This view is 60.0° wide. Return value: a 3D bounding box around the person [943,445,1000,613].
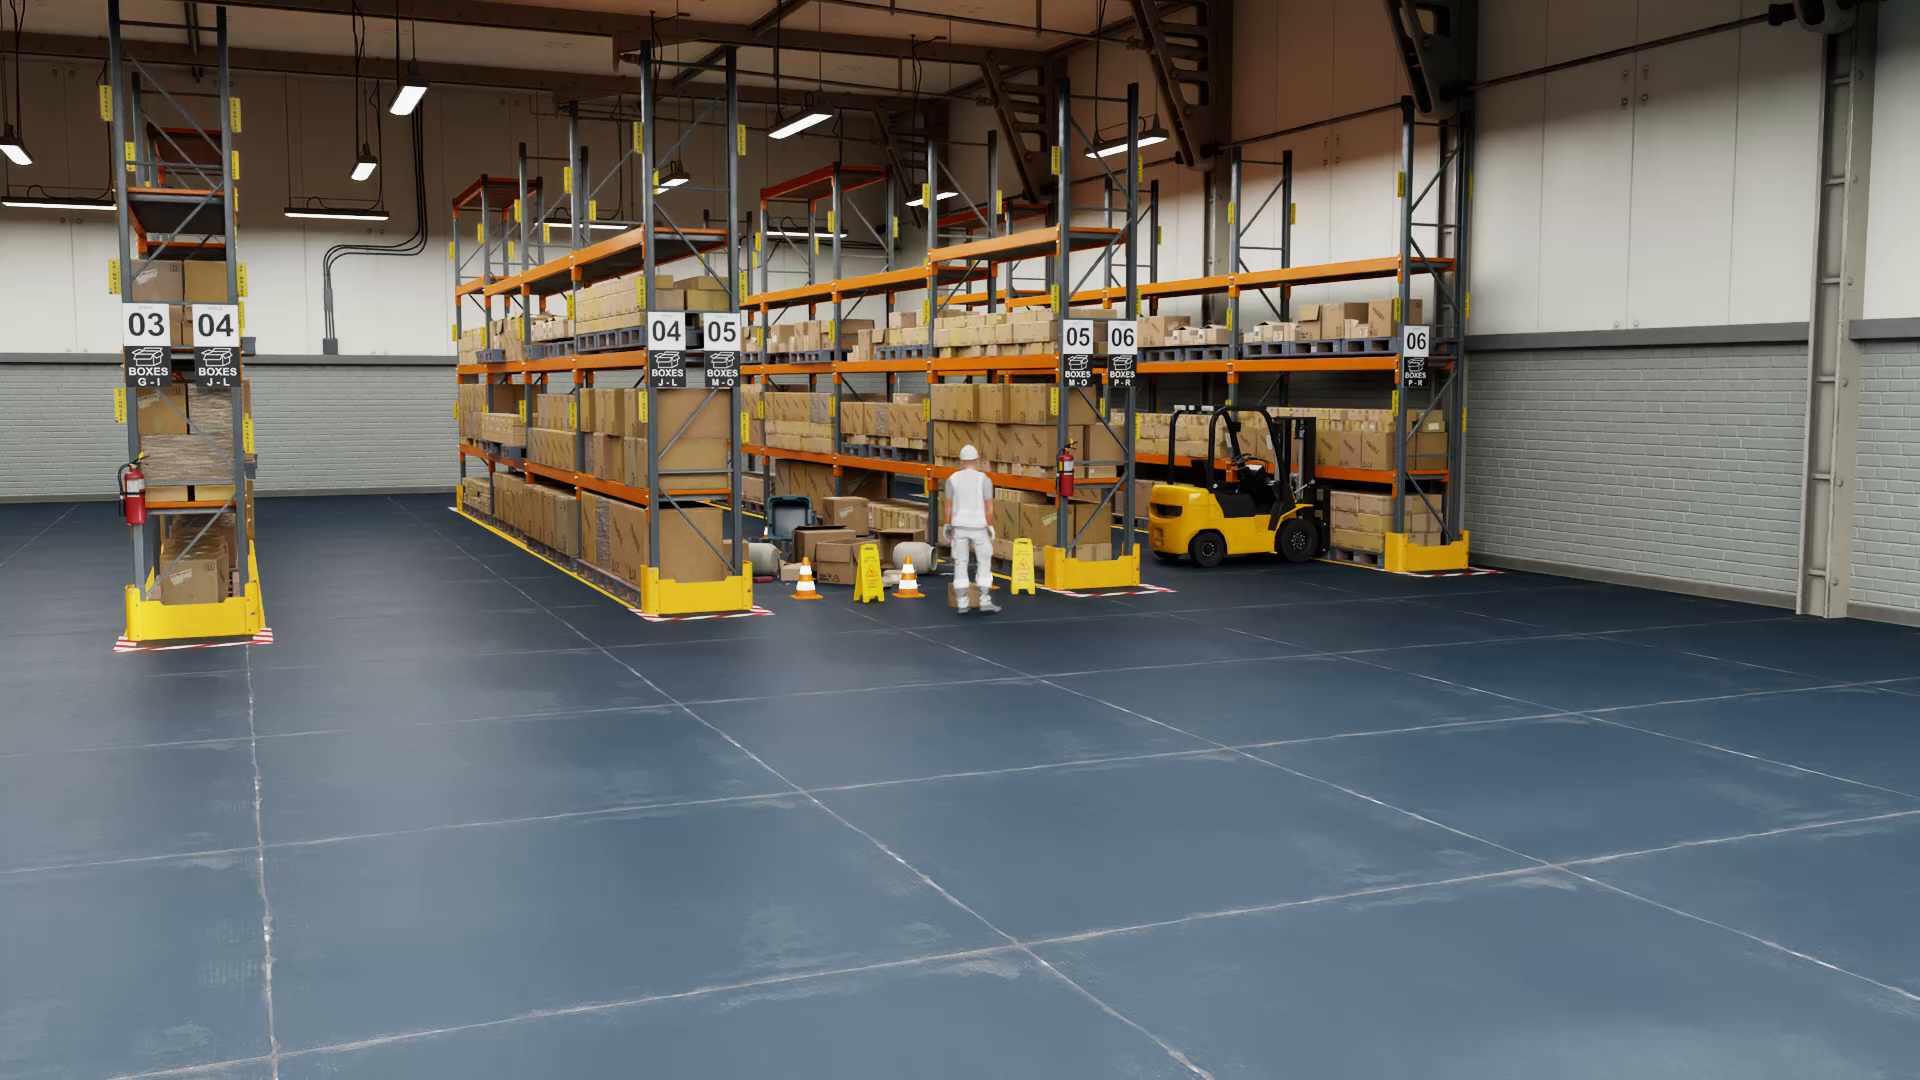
[{"bbox_3d":[0.119,-0.113,17.778,0.608,1.800,0.338,1,5,8],"label":"person"}]
